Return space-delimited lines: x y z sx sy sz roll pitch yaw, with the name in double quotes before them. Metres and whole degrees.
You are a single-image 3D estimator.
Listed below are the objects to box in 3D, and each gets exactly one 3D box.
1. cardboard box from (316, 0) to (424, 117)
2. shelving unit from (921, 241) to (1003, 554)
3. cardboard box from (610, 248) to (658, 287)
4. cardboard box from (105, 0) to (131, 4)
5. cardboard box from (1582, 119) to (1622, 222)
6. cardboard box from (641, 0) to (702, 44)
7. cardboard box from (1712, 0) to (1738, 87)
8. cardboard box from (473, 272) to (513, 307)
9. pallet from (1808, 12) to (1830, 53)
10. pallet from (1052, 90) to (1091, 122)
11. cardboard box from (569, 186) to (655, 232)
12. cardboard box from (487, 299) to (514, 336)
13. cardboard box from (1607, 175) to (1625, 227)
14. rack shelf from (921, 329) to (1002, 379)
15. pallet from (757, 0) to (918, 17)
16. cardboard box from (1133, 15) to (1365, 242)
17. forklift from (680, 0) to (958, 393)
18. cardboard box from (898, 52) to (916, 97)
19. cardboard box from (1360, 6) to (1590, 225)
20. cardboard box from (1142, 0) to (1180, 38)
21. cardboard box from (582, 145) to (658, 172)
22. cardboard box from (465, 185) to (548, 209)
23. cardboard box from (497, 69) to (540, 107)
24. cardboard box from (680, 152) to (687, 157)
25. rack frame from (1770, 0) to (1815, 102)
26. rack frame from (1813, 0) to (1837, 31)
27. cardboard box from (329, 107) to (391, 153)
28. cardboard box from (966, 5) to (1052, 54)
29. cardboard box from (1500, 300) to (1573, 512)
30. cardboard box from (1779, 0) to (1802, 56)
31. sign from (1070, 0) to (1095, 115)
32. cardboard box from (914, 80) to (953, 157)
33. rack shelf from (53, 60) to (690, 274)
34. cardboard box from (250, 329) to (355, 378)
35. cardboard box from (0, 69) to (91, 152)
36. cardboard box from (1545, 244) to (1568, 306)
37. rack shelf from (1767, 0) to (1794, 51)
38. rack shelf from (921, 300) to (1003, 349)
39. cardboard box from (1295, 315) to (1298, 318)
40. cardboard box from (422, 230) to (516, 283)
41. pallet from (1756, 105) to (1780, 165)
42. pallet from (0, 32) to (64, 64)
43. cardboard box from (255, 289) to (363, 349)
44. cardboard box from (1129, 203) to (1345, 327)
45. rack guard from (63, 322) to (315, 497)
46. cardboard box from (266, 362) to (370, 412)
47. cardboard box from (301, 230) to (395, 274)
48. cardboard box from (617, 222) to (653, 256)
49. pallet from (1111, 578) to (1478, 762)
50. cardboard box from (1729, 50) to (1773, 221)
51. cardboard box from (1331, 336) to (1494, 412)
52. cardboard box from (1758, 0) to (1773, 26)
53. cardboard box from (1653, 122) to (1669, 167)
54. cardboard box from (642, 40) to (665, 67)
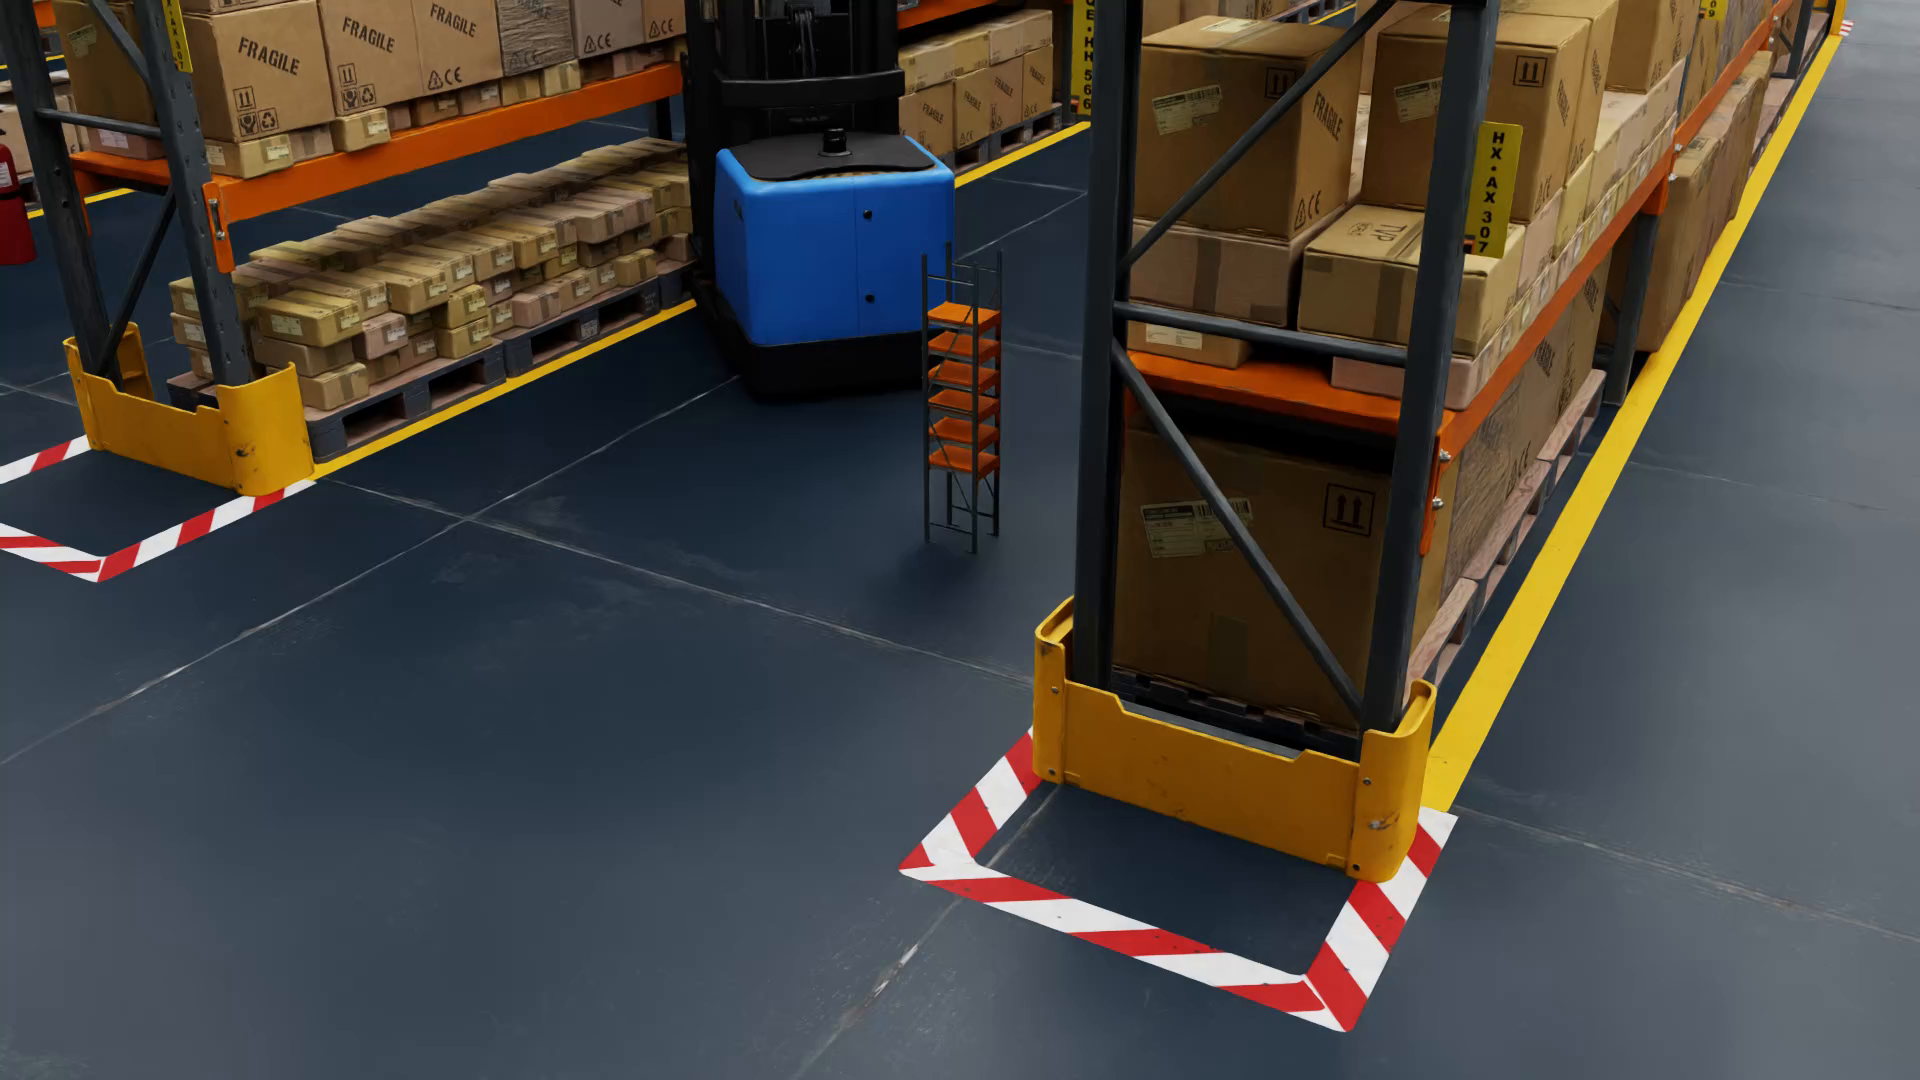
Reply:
"cardboard box" -2.755 -2.187 7.323 0.500 0.500 0.500 14 30 26
"shelving unit" 0.007 -0.542 6.493 0.258 1.200 0.189 14 30 26
"cardboard box" -1.895 -1.521 9.153 0.380 0.149 0.250 14 30 26
"cardboard box" -3.449 -2.538 6.909 0.500 0.500 0.500 14 30 25
"cardboard box" 2.034 -1.346 5.923 0.500 0.250 0.500 14 30 25
"cardboard box" -1.738 -2.964 8.877 0.500 0.500 0.500 13 30 25
"cardboard box" 3.716 -2.668 8.617 0.500 0.500 0.500 13 30 25
"cardboard box" -2.481 -1.284 8.347 0.380 0.149 0.250 13 29 24
"pallet" 8.214 -5.199 16.900 1.003 0.211 1.213 14 30 26
"pallet" 0.931 -3.842 14.189 1.003 0.211 1.213 14 30 26
"cardboard box" -1.894 -1.806 9.057 0.380 0.149 0.250 13 29 24
"cardboard box" -2.484 -1.141 8.395 0.380 0.149 0.250 14 30 26
"cardboard box" 2.282 -1.304 6.284 0.380 0.149 0.250 14 30 25
"rack shelf" 0.007 -0.717 6.405 0.258 0.103 0.180 14 30 26
"pallet" -0.987 -3.419 10.444 1.003 0.211 1.213 14 30 26
"cardboard box" 0.822 -1.198 4.790 0.500 0.500 0.500 15 30 27
"forklift" -0.932 -2.658 8.785 1.130 2.935 3.031 -8 28 -15
"cardboard box" -0.637 -3.083 11.043 0.500 0.250 0.500 15 30 27
"cardboard box" 1.528 -1.273 4.939 0.500 0.500 0.500 13 30 25
"cardboard box" 1.283 -4.539 14.511 1.050 0.750 0.750 15 30 27
"cardboard box" -2.027 -2.235 9.916 0.380 0.149 0.250 16 31 29
"cardboard box" -2.475 -1.814 9.074 0.380 0.149 0.250 13 29 24
"cardboard box" -2.290 -2.241 8.157 0.380 0.149 0.250 15 30 28
"cardboard box" -1.438 -2.222 9.890 0.380 0.149 0.250 15 30 28
"rack frame" 6.714 -5.226 13.838 1.000 3.000 0.127 14 30 26
"rack frame" 8.682 -6.784 16.952 1.000 3.000 0.127 14 30 26
"cardboard box" -2.745 -1.824 7.323 0.380 0.149 0.250 13 30 25
"cardboard box" 0.370 -3.879 12.634 0.500 0.250 0.500 13 30 25
"cardboard box" 1.942 -0.755 6.812 0.875 0.875 0.875 14 30 26
"cardboard box" 7.221 -4.668 15.047 0.500 0.500 0.500 -22 34 -37
"sign" 0.345 -1.298 4.433 0.100 0.325 0.005 14 30 26
"cardboard box" -0.391 -2.953 11.621 0.500 0.500 0.500 15 30 27
"rack shelf" -2.474 -2.138 8.474 1.077 0.370 4.000 14 30 26
"cardboard box" -2.976 -0.874 7.529 0.380 0.149 0.250 16 31 28
"cardboard box" -6.252 -3.111 12.007 0.875 0.438 0.875 14 30 25
"cardboard box" 1.777 -0.903 5.484 0.380 0.149 0.250 14 30 25
"rack shelf" 5.730 -4.124 12.442 1.077 0.370 4.000 14 30 26
"rack shelf" 0.007 -0.824 6.351 0.258 0.103 0.180 14 30 26
"cardboard box" 0.951 -0.848 5.373 0.380 0.149 0.250 14 30 26
"cardboard box" -2.443 -1.414 8.274 0.380 0.149 0.250 15 30 28
"pallet" 5.733 -3.198 12.902 1.003 0.211 1.213 14 30 26
"pallet" -9.206 -4.937 16.377 1.003 0.211 1.213 14 30 26
"cardboard box" -2.904 -0.989 7.426 0.380 0.149 0.250 13 29 24
"cardboard box" 0.818 -0.862 4.957 0.500 0.250 0.500 14 30 25
"rack guard" -3.420 -0.592 7.375 1.175 0.500 0.348 14 30 26
"cardboard box" -2.921 -0.727 7.567 0.380 0.149 0.250 15 30 27
"cardboard box" -3.045 -1.423 8.292 0.380 0.149 0.250 13 29 24
"cardboard box" -1.924 -1.696 9.171 0.380 0.149 0.250 15 30 27
"pallet" 1.136 0.369 5.777 1.003 0.211 1.213 14 30 26
"cardboard box" 4.389 -2.640 10.577 1.225 0.875 0.875 13 29 24
"cardboard box" 1.273 -0.502 4.683 0.380 0.149 0.250 15 30 27
"cardboard box" 4.719 -3.465 10.208 0.500 0.500 0.500 15 30 28
"cardboard box" 2.787 -1.704 7.083 0.380 0.149 0.250 15 30 27
"cardboard box" -1.829 -2.663 9.000 0.380 0.149 0.250 13 30 25
